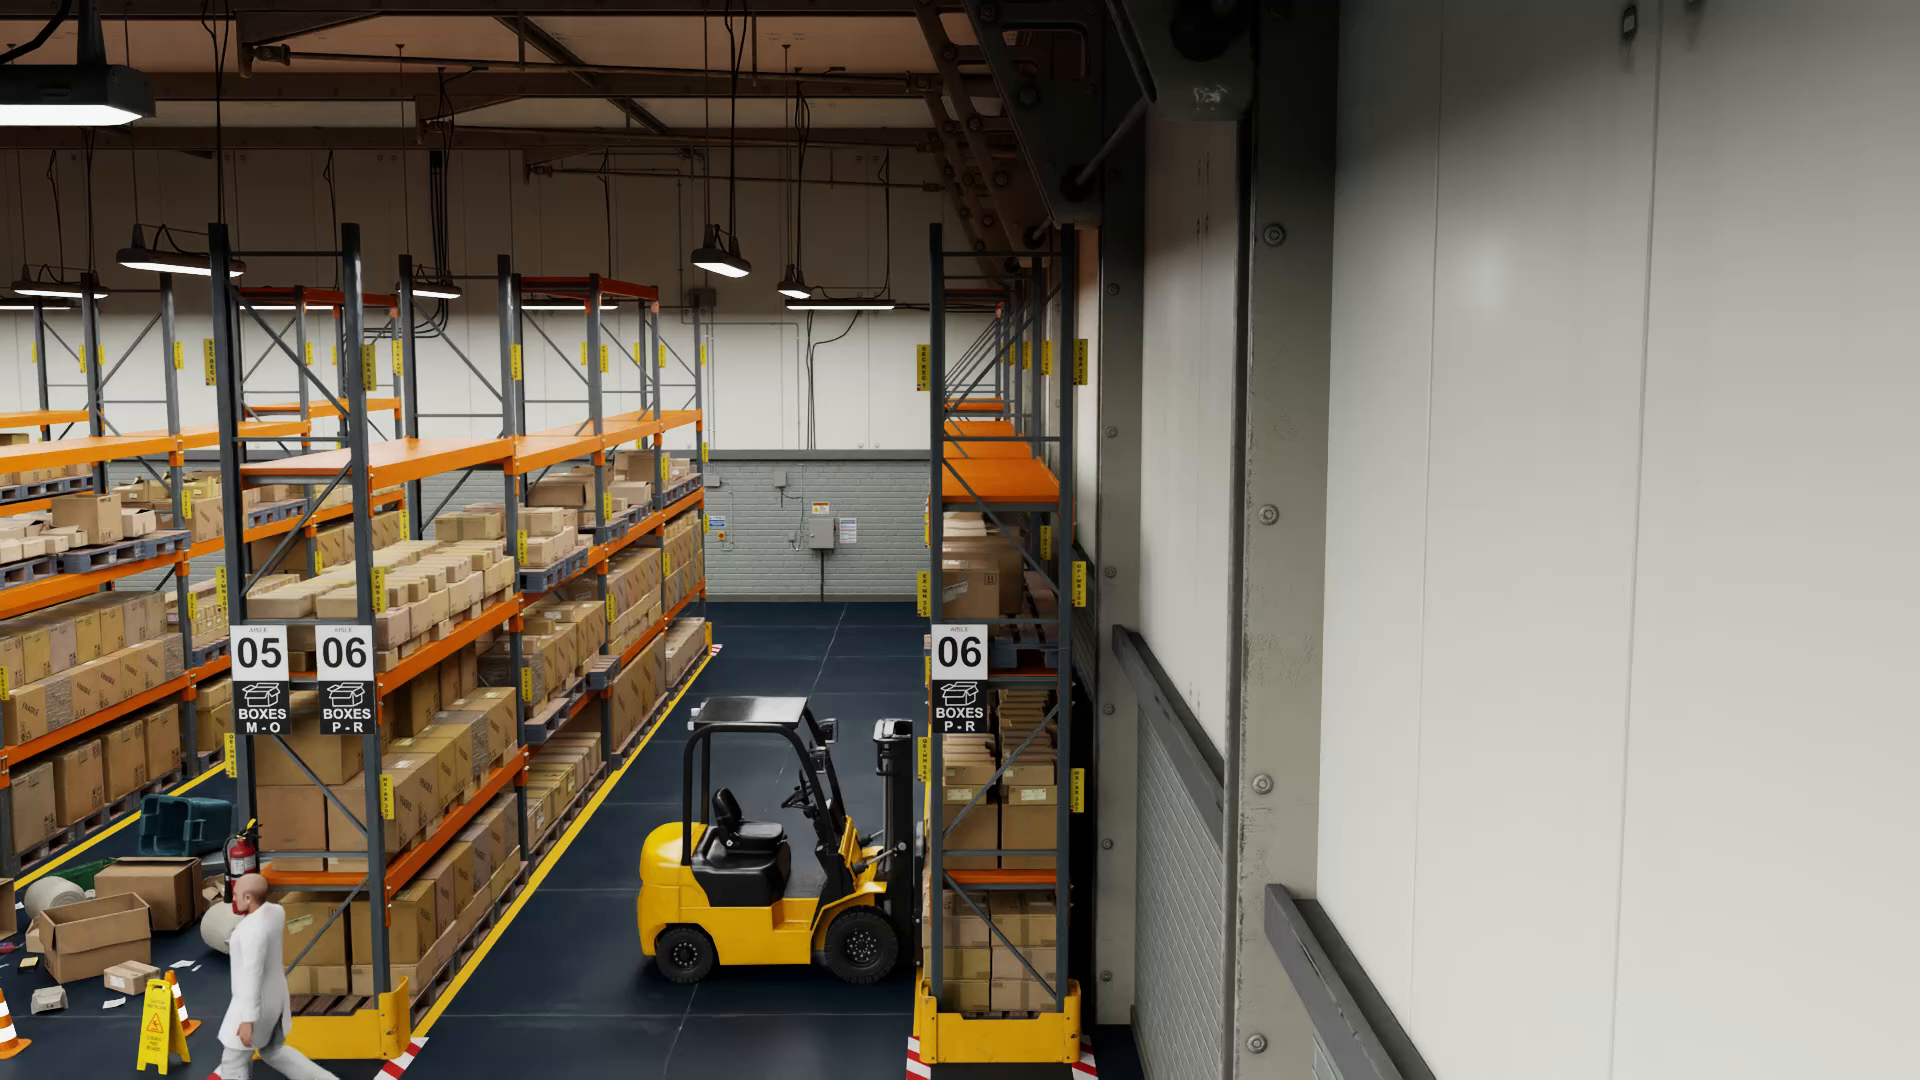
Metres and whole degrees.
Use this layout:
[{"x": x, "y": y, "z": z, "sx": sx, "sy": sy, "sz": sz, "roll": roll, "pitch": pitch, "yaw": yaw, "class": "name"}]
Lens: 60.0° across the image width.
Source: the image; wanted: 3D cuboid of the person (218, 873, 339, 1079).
[{"x": -4.538, "y": 3.033, "z": 10.868, "sx": 0.916, "sy": 1.760, "sz": 0.628, "roll": 0, "pitch": 7, "yaw": -1, "class": "person"}]
